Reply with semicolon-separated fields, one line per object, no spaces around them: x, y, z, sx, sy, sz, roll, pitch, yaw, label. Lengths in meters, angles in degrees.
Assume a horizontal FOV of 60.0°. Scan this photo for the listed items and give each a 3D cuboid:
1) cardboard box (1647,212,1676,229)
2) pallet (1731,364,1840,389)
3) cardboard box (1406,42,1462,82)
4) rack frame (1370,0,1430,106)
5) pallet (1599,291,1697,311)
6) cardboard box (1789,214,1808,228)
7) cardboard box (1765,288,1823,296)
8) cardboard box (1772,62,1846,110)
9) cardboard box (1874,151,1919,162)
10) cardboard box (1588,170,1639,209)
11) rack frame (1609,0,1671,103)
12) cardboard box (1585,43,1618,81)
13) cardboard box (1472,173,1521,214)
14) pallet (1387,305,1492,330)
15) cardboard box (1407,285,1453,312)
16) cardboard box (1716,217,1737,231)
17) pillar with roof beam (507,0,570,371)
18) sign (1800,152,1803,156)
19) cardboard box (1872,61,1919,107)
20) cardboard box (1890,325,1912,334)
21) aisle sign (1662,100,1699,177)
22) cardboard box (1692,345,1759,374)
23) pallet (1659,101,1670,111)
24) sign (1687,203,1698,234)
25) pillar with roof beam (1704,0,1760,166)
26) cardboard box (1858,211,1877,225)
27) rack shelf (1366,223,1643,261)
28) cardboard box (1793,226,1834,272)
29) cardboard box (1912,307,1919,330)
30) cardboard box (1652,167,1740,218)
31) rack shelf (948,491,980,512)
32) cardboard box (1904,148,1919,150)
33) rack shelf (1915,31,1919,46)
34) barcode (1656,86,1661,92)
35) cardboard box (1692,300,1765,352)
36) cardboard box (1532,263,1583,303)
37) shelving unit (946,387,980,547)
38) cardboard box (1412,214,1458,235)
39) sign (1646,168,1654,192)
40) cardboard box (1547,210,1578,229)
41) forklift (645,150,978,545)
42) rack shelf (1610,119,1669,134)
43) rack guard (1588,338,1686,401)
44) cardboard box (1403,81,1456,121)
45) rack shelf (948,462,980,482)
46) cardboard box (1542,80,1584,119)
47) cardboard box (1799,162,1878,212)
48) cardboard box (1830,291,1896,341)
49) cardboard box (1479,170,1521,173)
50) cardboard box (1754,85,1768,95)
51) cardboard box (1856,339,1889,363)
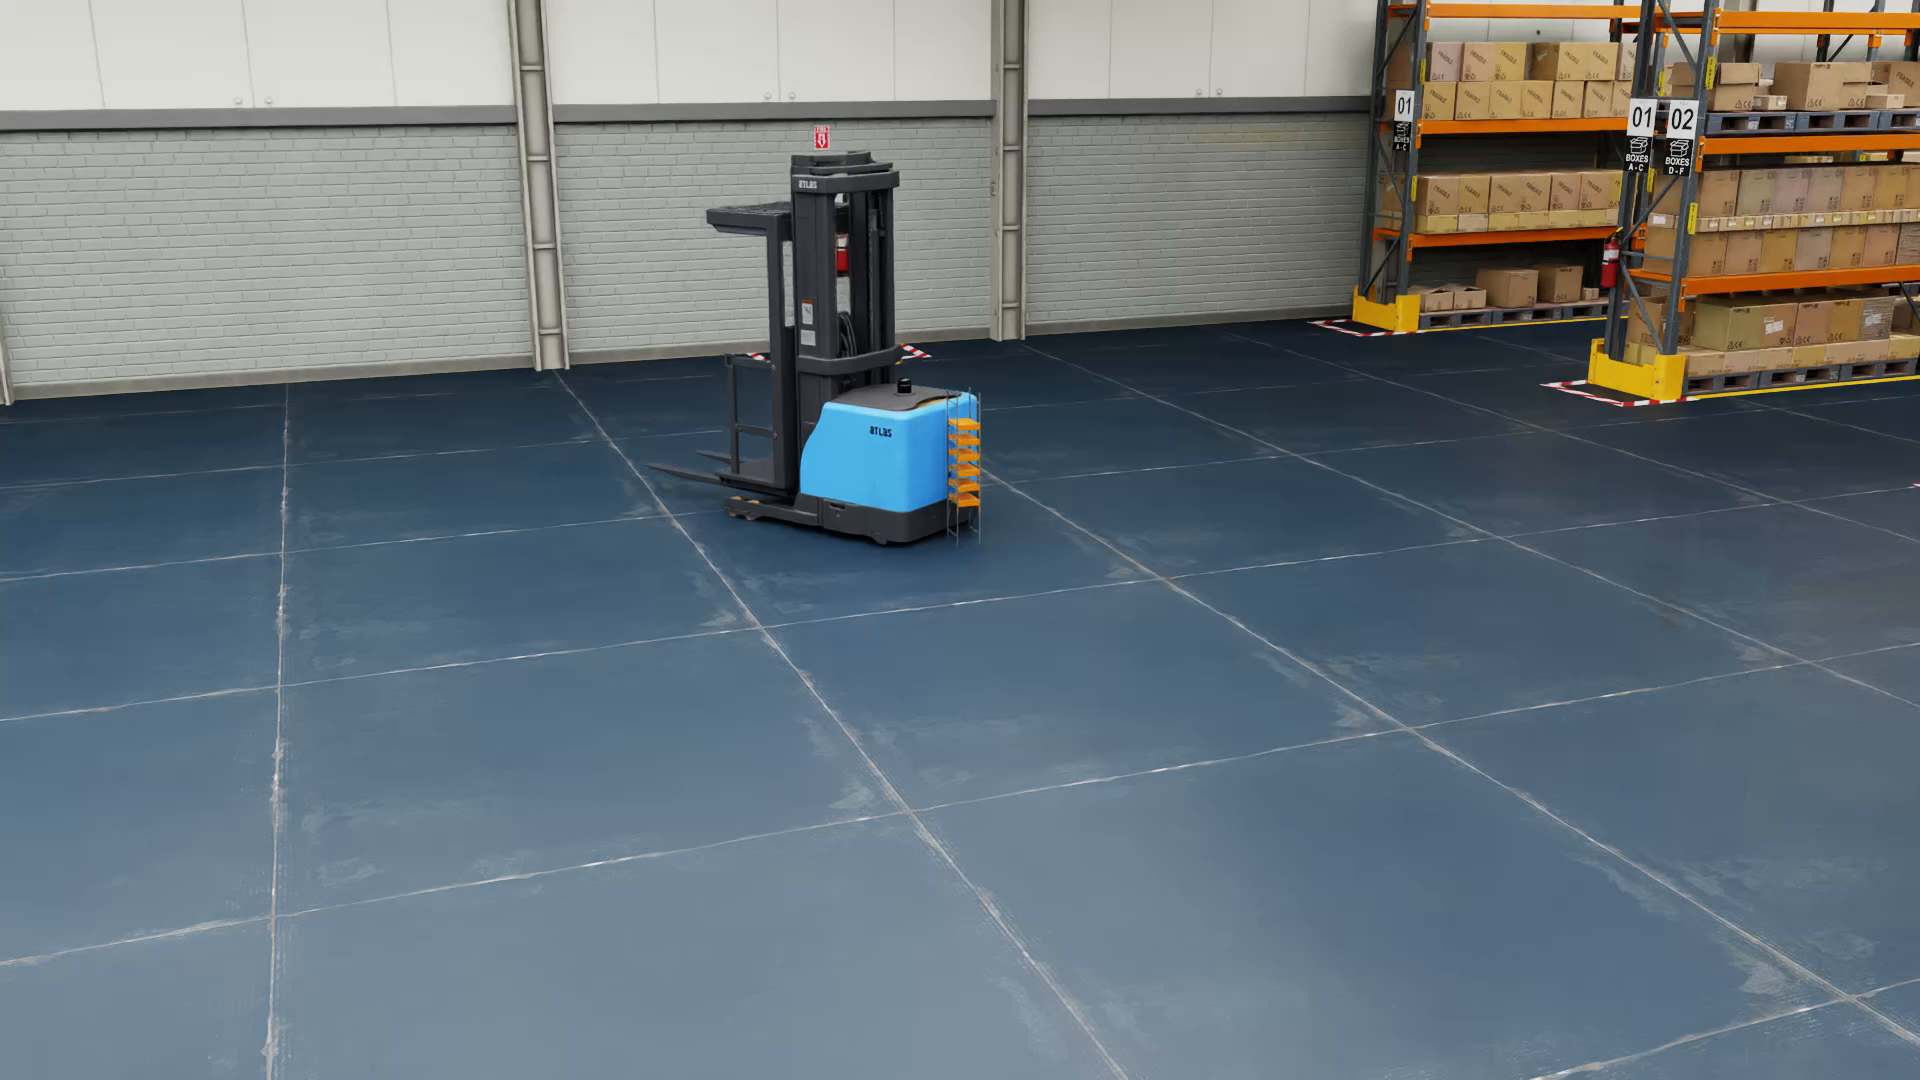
7.957;-3.591;18.675;0.250;0.149;0.380;-6;18;-21;cardboard box
9.505;-2.015;19.586;1.213;0.211;1.003;-6;17;-20;pallet
6.339;-6.398;22.250;0.500;0.500;0.500;-8;18;-24;cardboard box
5.892;-7.325;22.070;0.127;3.000;1.000;-6;17;-20;rack frame
10.354;-3.590;24.950;1.213;0.211;1.003;-6;17;-20;pallet
9.314;-3.616;18.758;0.250;0.149;0.380;-6;18;-21;cardboard box
9.925;-2.723;19.852;0.500;0.500;0.500;-6;17;-20;cardboard box
9.317;-4.995;18.288;0.500;0.500;0.500;-6;17;-20;cardboard box
14.380;-5.845;25.607;0.500;0.250;0.500;-6;18;-21;cardboard box
9.297;-5.018;23.762;0.500;0.500;0.500;-6;17;-20;cardboard box
9.627;-7.728;23.443;0.127;3.000;1.000;-6;17;-20;rack frame
8.746;-6.646;23.094;0.500;0.500;0.500;-5;17;-17;cardboard box
7.395;-4.810;23.055;0.500;0.500;0.500;-7;18;-22;cardboard box
6.735;-3.189;23.581;1.213;0.211;1.003;-6;17;-20;pallet
6.571;-3.413;23.389;0.500;0.311;0.500;-8;18;-26;cardboard box
8.357;-3.513;18.408;0.250;0.149;0.380;-7;18;-22;cardboard box
-3.429;-5.280;15.108;0.400;9.000;9.100;-6;17;-20;pillar with roof beam
13.161;-5.954;25.995;0.005;0.325;0.100;-6;17;-20;sign
10.839;-5.321;19.399;0.500;0.500;0.500;-5;17;-16;cardboard box
11.687;-2.547;20.582;0.500;0.250;0.500;-6;18;-21;cardboard box
7.717;-4.303;17.815;0.004;0.787;0.394;-6;17;-20;aisle sign
8.714;-2.072;18.966;0.500;0.250;0.500;-6;17;-20;cardboard box
10.242;-6.233;24.009;1.003;0.211;1.213;-6;17;-20;pallet
7.861;-3.450;17.846;0.005;0.325;0.100;-6;17;-20;sign
13.380;-7.095;21.288;0.400;9.000;9.100;-6;17;-20;pillar with roof beam
10.275;-3.720;19.113;0.250;0.149;0.380;-6;17;-20;cardboard box
7.760;-4.303;23.703;4.000;0.370;1.077;-6;17;-20;rack shelf
9.553;-3.392;19.147;0.500;0.500;0.700;-6;17;-18;cardboard box
11.879;-2.674;20.019;0.500;0.311;0.500;-6;17;-20;cardboard box
8.158;-3.863;18.448;0.500;0.500;0.700;-6;17;-20;cardboard box
0.026;-0.293;12.975;0.180;0.103;0.258;-6;17;-19;rack shelf
15.134;-6.080;26.409;0.500;0.250;0.500;-7;18;-21;cardboard box
13.271;-6.090;19.851;4.000;0.370;1.077;-6;17;-20;rack shelf
7.778;-5.018;18.510;0.075;0.075;0.001;-6;17;-20;barcode
8.715;-2.432;18.859;0.500;0.500;0.500;-6;17;-20;cardboard box
8.673;-3.746;24.187;0.500;0.500;0.500;-8;18;-24;cardboard box
0.026;-0.566;12.895;0.189;1.200;0.258;-6;17;-19;shelving unit
6.462;-4.349;22.817;0.500;0.250;0.500;-7;18;-22;cardboard box
9.829;-5.123;23.683;0.005;0.325;0.100;-6;17;-20;sign
8.361;-4.557;23.523;0.500;0.250;0.500;-6;17;-20;cardboard box
-1.340;-1.676;13.604;3.031;2.935;1.130;12;20;34;forklift
11.495;-6.145;24.654;4.000;0.370;1.077;-6;17;-20;rack shelf
7.646;-1.941;18.822;0.348;0.500;1.175;-6;17;-20;rack guard
6.294;-5.911;22.366;0.500;0.500;0.500;-6;17;-19;cardboard box
0.026;-0.523;12.908;0.180;0.103;0.258;-6;17;-19;rack shelf
8.264;-6.117;23.068;0.500;0.500;0.500;-7;18;-22;cardboard box
10.052;-4.069;19.151;0.500;0.500;0.700;-6;17;-20;cardboard box
10.578;-2.637;19.558;0.500;0.500;0.500;-6;17;-20;cardboard box
7.681;-4.999;23.698;0.500;0.500;0.500;-6;17;-19;cardboard box
8.649;-4.965;18.629;0.500;0.250;0.500;-6;17;-20;cardboard box
10.578;-2.277;19.662;0.500;0.250;0.500;-6;17;-20;cardboard box
